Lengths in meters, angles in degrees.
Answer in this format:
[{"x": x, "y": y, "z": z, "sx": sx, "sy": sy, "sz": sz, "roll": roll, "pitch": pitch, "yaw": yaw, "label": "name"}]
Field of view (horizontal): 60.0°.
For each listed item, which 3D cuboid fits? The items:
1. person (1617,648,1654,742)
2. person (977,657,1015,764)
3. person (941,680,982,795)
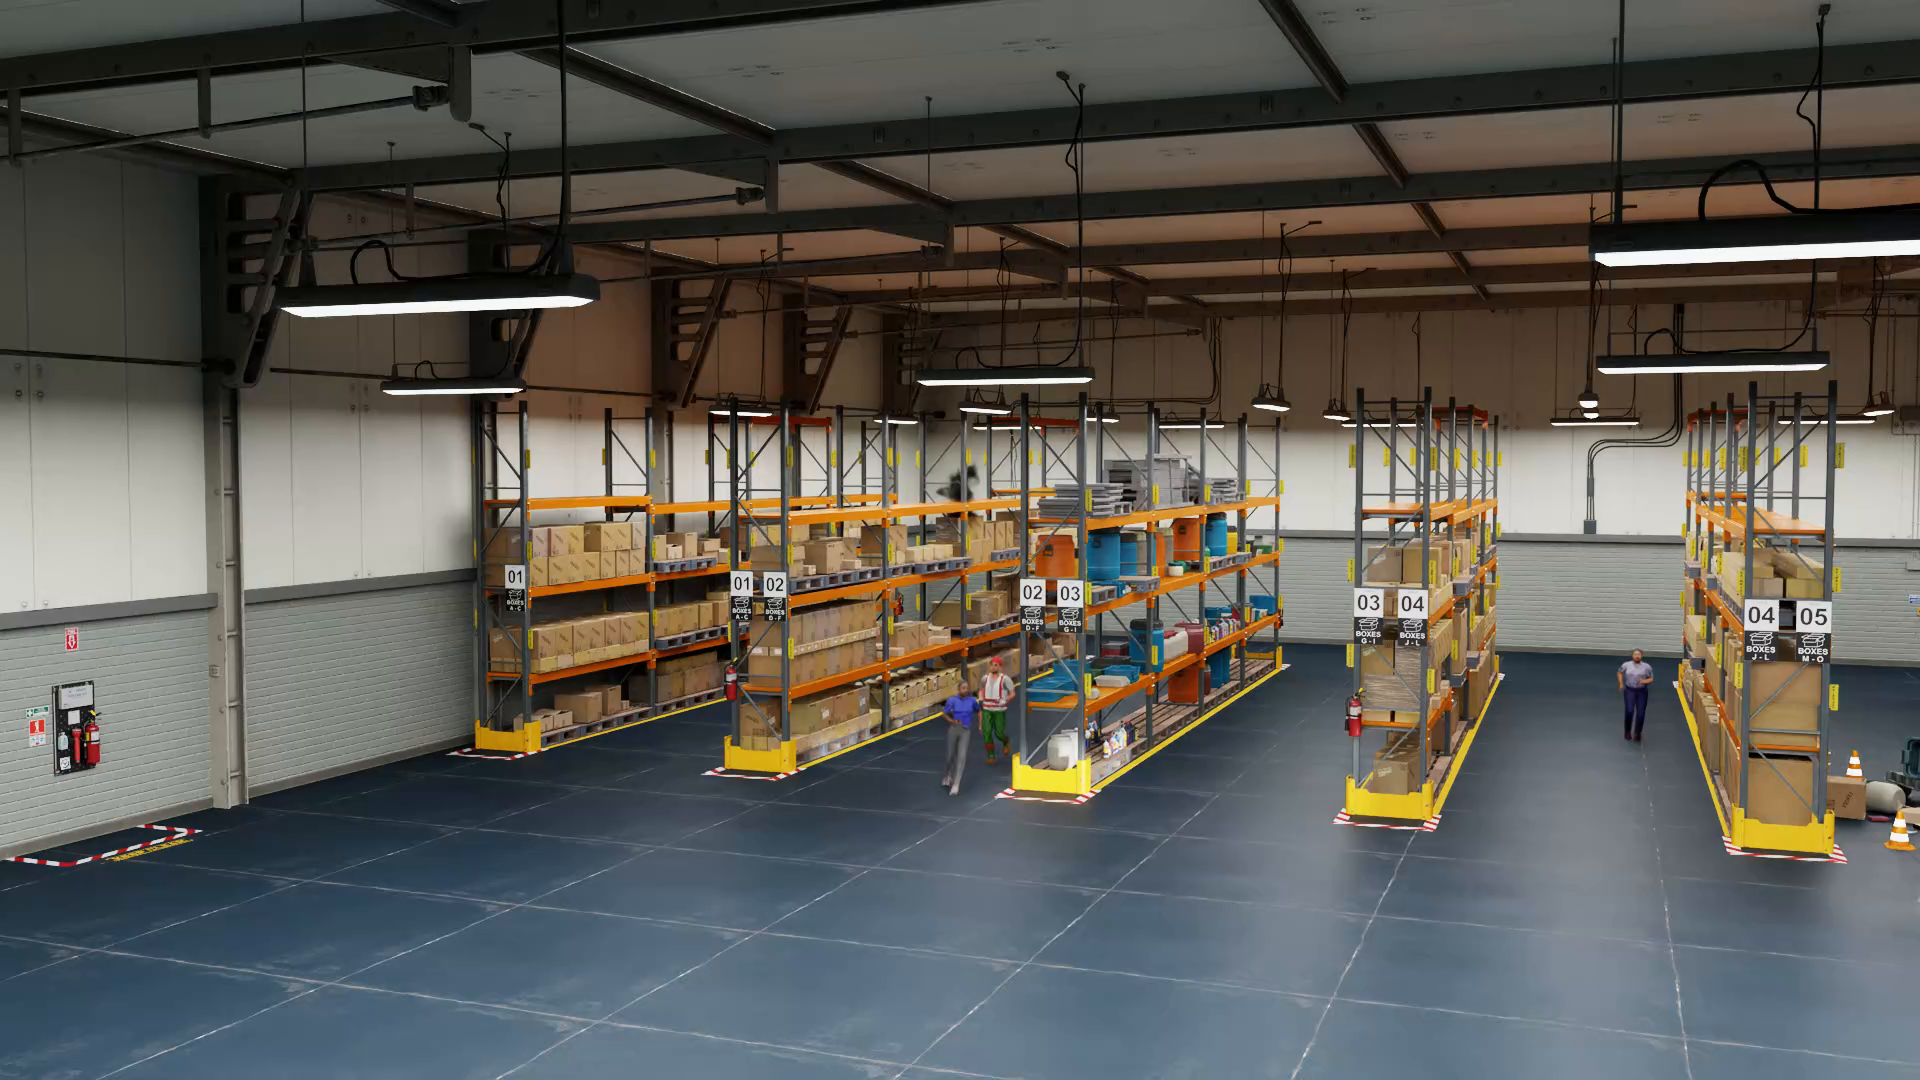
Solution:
[{"x": 11.973, "y": 2.754, "z": 29.469, "sx": 0.577, "sy": 1.660, "sz": 0.672, "roll": 1, "pitch": 3, "yaw": 17, "label": "person"}, {"x": 0.583, "y": 2.798, "z": 27.409, "sx": 0.659, "sy": 1.741, "sz": 0.708, "roll": 1, "pitch": 3, "yaw": 23, "label": "person"}, {"x": 0.033, "y": 2.966, "z": 25.109, "sx": 0.633, "sy": 1.678, "sz": 0.711, "roll": 0, "pitch": 3, "yaw": -5, "label": "person"}]
